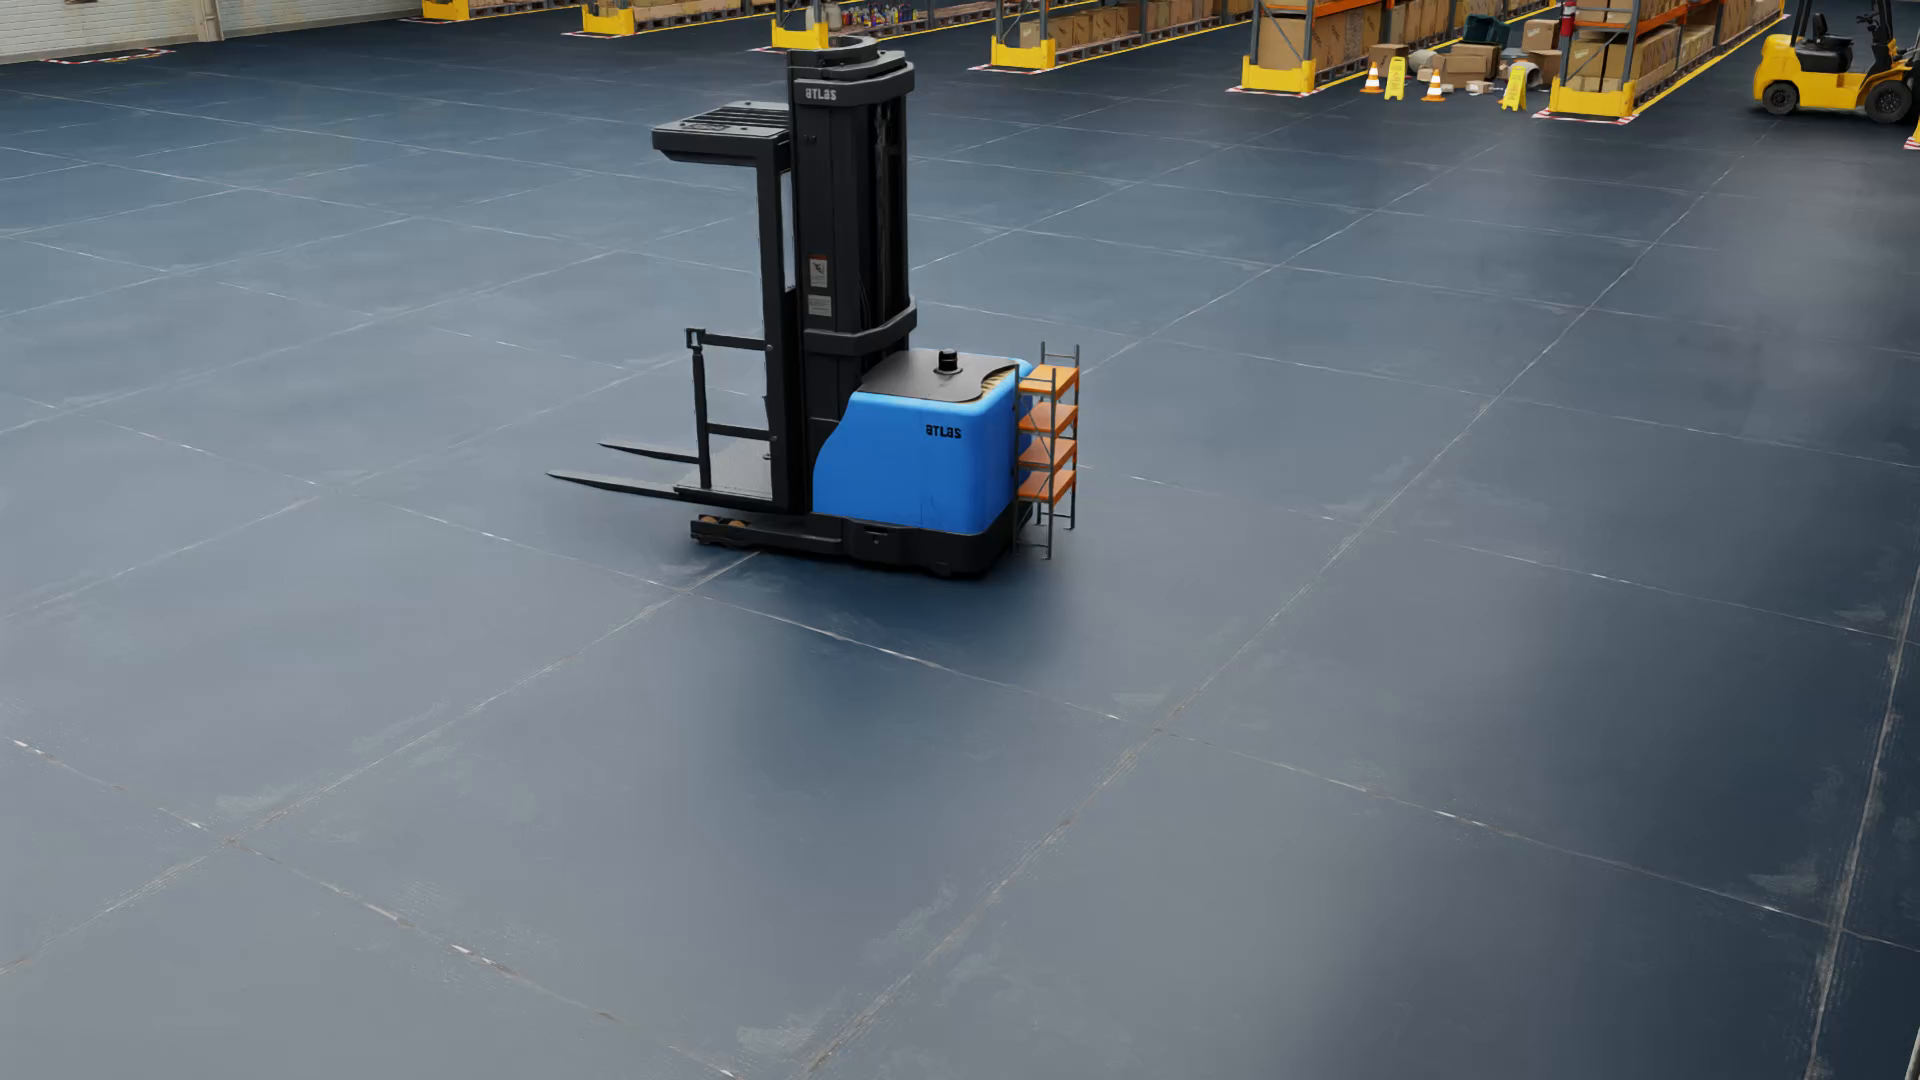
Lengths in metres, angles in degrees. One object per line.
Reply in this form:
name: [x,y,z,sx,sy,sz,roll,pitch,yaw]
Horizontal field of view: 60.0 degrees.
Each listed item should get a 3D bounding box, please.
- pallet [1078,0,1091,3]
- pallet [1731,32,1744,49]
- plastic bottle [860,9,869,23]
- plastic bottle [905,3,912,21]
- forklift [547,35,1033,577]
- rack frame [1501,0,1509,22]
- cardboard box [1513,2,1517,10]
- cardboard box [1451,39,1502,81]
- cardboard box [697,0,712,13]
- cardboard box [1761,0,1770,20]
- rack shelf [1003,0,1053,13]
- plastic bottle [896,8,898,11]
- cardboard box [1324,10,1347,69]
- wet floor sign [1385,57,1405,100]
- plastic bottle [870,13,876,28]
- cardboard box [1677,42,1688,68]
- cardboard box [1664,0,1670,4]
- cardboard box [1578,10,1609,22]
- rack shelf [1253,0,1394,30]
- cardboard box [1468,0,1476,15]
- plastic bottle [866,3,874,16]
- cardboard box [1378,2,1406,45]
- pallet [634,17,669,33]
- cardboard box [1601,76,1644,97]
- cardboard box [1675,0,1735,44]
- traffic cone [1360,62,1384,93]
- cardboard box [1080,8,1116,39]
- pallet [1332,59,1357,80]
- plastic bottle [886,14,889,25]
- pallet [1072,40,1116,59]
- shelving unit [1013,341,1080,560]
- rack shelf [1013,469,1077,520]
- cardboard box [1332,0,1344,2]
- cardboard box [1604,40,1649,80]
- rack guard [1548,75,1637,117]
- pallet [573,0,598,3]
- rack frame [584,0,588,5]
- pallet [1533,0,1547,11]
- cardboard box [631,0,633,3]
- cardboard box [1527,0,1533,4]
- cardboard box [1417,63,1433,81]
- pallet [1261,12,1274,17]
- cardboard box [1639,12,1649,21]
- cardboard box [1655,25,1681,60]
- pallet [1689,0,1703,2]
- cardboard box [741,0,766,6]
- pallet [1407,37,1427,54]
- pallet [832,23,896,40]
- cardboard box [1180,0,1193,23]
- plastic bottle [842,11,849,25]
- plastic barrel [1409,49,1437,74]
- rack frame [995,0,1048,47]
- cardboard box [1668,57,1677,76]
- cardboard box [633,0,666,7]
pallet: [2.774,-13.469,41.096,1.003,0.211,1.213,14,27,29]
pallet: [14.857,-9.916,32.890,1.003,0.211,1.213,14,27,29]
plastic bottle: [-1.967,-10.837,34.381,0.152,0.276,0.135,14,27,29]
plastic bottle: [-1.099,-11.008,34.684,0.144,0.351,0.185,13,27,28]
forklift: [-1.116,-1.479,9.976,3.031,2.935,1.130,8,25,19]
rack frame: [11.584,-12.888,36.246,1.000,3.000,0.127,14,27,29]
cardboard box: [12.190,-11.918,37.065,0.380,0.149,0.250,15,27,30]
cardboard box: [8.775,-8.193,28.370,0.797,0.637,0.503,14,27,29]
cardboard box: [-5.792,-11.729,36.501,0.500,0.250,0.500,14,27,29]
cardboard box: [16.737,-11.394,35.490,0.875,0.438,0.875,13,27,27]
rack shelf: [2.149,-10.257,31.073,1.077,0.370,4.000,14,27,29]
plastic bottle: [-1.339,-10.932,34.601,0.152,0.276,0.135,14,27,29]
cardboard box: [6.018,-8.596,28.477,0.875,0.875,0.875,13,27,28]
wet floor sign: [6.921,-7.333,26.377,0.267,0.644,0.232,9,25,20]
plastic bottle: [-1.758,-10.524,33.651,0.061,0.283,0.133,14,27,30]
cardboard box: [11.898,-8.350,28.540,0.950,0.372,0.625,14,27,30]
cardboard box: [10.798,-8.640,25.933,0.500,0.500,0.500,13,27,28]
cardboard box: [9.529,-7.891,25.018,0.380,0.149,0.250,15,28,31]
rack shelf: [6.309,-9.183,28.593,1.077,0.370,4.000,14,27,29]
cardboard box: [10.326,-10.940,34.362,0.500,0.500,0.500,14,27,30]
plastic bottle: [-1.882,-11.037,34.750,0.144,0.351,0.185,13,26,27]
cardboard box: [7.615,-9.577,30.900,1.050,0.750,0.750,14,27,29]
pallet: [-6.952,-10.976,35.339,1.003,0.211,1.213,14,27,29]
cardboard box: [10.174,-6.980,25.531,0.500,0.250,0.500,14,27,29]
cardboard box: [14.168,-9.969,31.647,0.875,0.875,0.875,14,27,28]
traffic cone: [6.741,-7.556,27.121,0.336,0.463,0.334,14,27,29]
cardboard box: [2.663,-9.986,32.159,0.500,0.500,0.500,-18,29,-36]
pallet: [6.254,-8.255,29.053,1.003,0.211,1.213,14,27,29]
plastic bottle: [-1.499,-10.666,34.082,0.097,0.201,0.097,0,23,0]
pallet: [2.237,-9.335,31.547,1.003,0.211,1.213,14,27,29]
shelving unit: [0.518,-0.538,9.983,0.258,1.200,0.503,8,25,18]
rack shelf: [0.518,-0.294,10.089,0.258,0.148,0.480,8,25,18]
cardboard box: [6.085,-9.395,27.987,0.875,0.550,0.550,14,27,29]
cardboard box: [10.186,-7.333,25.401,0.500,0.500,0.500,13,27,27]
rack guard: [9.553,-6.714,25.129,1.175,0.500,0.348,14,27,29]
pallet: [-9.011,-13.359,40.844,1.003,0.211,1.213,14,27,29]
rack frame: [-9.421,-14.376,39.682,1.000,3.000,0.127,14,27,29]
pallet: [13.196,-12.666,39.243,1.003,0.211,1.213,14,27,29]
cardboard box: [-6.775,-11.848,35.831,0.500,0.500,0.500,14,27,29]
cardboard box: [12.970,-12.449,38.291,0.380,0.149,0.250,14,27,30]
cardboard box: [8.022,-7.968,28.321,0.396,0.266,0.258,20,30,38]
pallet: [6.438,-11.993,37.687,1.003,0.211,1.213,14,27,29]
cardboard box: [10.198,-7.952,25.159,0.380,0.149,0.250,13,27,27]
cardboard box: [11.539,-8.204,27.414,0.500,0.500,0.500,13,27,28]
pallet: [12.150,-9.325,28.255,1.003,0.211,1.213,14,27,29]
cardboard box: [-4.787,-12.354,37.945,0.500,0.250,0.500,13,27,28]
pallet: [8.350,-9.598,32.156,1.003,0.211,1.213,14,27,29]
pallet: [-2.036,-10.389,33.982,1.003,0.211,1.213,14,27,29]
cardboard box: [4.402,-11.054,34.601,0.700,0.500,0.500,16,28,33]
plastic bottle: [-2.361,-10.693,34.049,0.152,0.276,0.135,14,27,29]
plastic barrel: [8.069,-8.302,28.894,0.421,0.421,0.512,-7,24,-17]
rack frame: [1.094,-9.912,29.370,1.000,3.000,0.127,14,27,29]
cardboard box: [11.540,-7.860,27.563,0.500,0.250,0.500,15,28,31]
cardboard box: [-6.586,-11.568,35.184,0.500,0.500,0.500,14,27,29]
